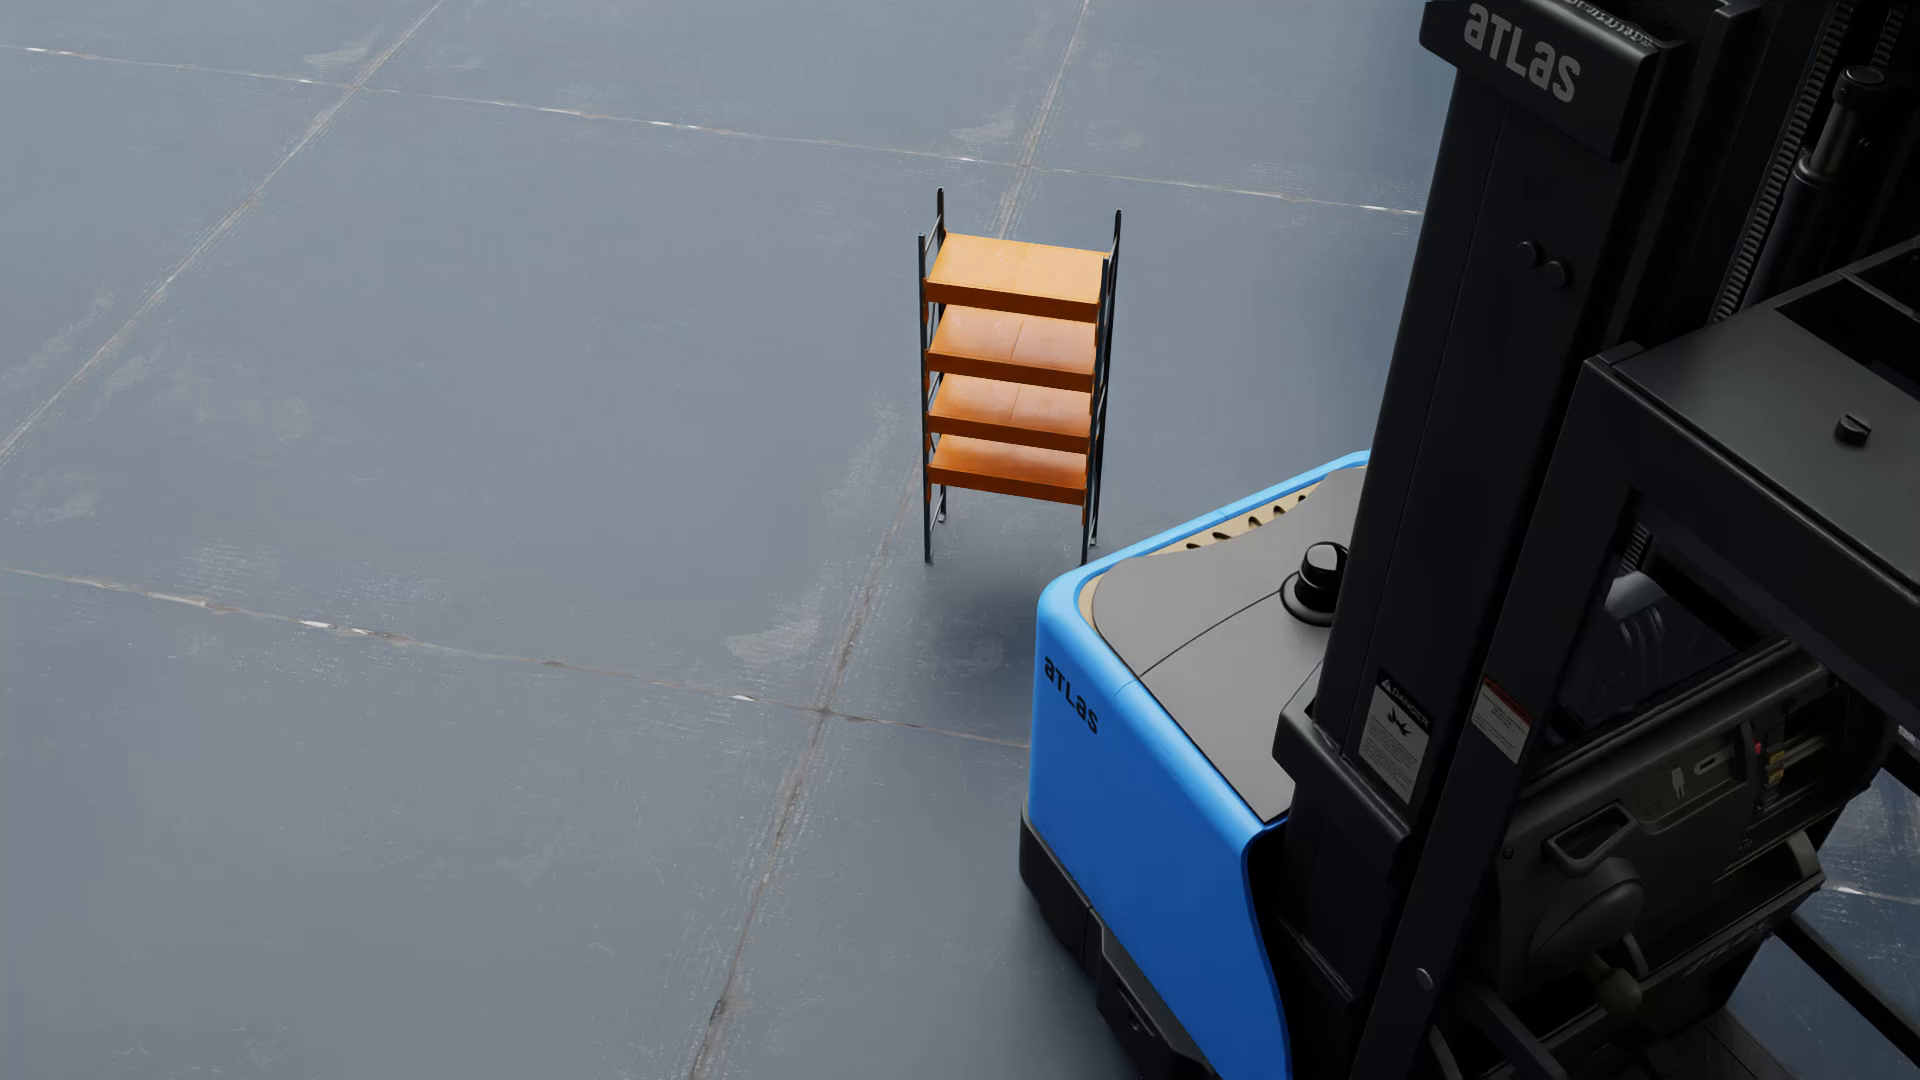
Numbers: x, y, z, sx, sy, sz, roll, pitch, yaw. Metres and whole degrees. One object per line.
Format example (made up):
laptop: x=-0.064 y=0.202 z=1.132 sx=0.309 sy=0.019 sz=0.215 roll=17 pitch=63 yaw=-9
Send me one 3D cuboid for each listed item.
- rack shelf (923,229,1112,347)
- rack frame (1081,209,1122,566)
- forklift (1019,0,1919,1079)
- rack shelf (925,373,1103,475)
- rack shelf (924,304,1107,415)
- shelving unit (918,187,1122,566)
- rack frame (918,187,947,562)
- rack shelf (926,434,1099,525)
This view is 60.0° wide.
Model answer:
rack shelf: x=0.162 y=-0.690 z=4.535 sx=0.480 sy=0.148 sz=0.258 roll=9 pitch=45 yaw=9
rack frame: x=0.400 y=-0.370 z=4.769 sx=0.015 sy=1.200 sz=0.240 roll=9 pitch=45 yaw=9
forklift: x=1.324 y=0.534 z=2.582 sx=1.130 sy=2.935 sz=3.031 roll=-22 pitch=48 yaw=-21
rack shelf: x=0.162 y=-0.359 z=4.855 sx=0.480 sy=0.148 sz=0.258 roll=9 pitch=45 yaw=9
rack shelf: x=0.162 y=-0.520 z=4.699 sx=0.480 sy=0.148 sz=0.258 roll=9 pitch=45 yaw=9
shelving unit: x=0.162 y=-0.407 z=4.808 sx=0.503 sy=1.200 sz=0.258 roll=9 pitch=45 yaw=9
rack frame: x=-0.077 y=-0.444 z=4.846 sx=0.015 sy=1.200 sz=0.240 roll=9 pitch=45 yaw=9
rack shelf: x=0.162 y=-0.216 z=4.992 sx=0.480 sy=0.148 sz=0.258 roll=9 pitch=45 yaw=9
